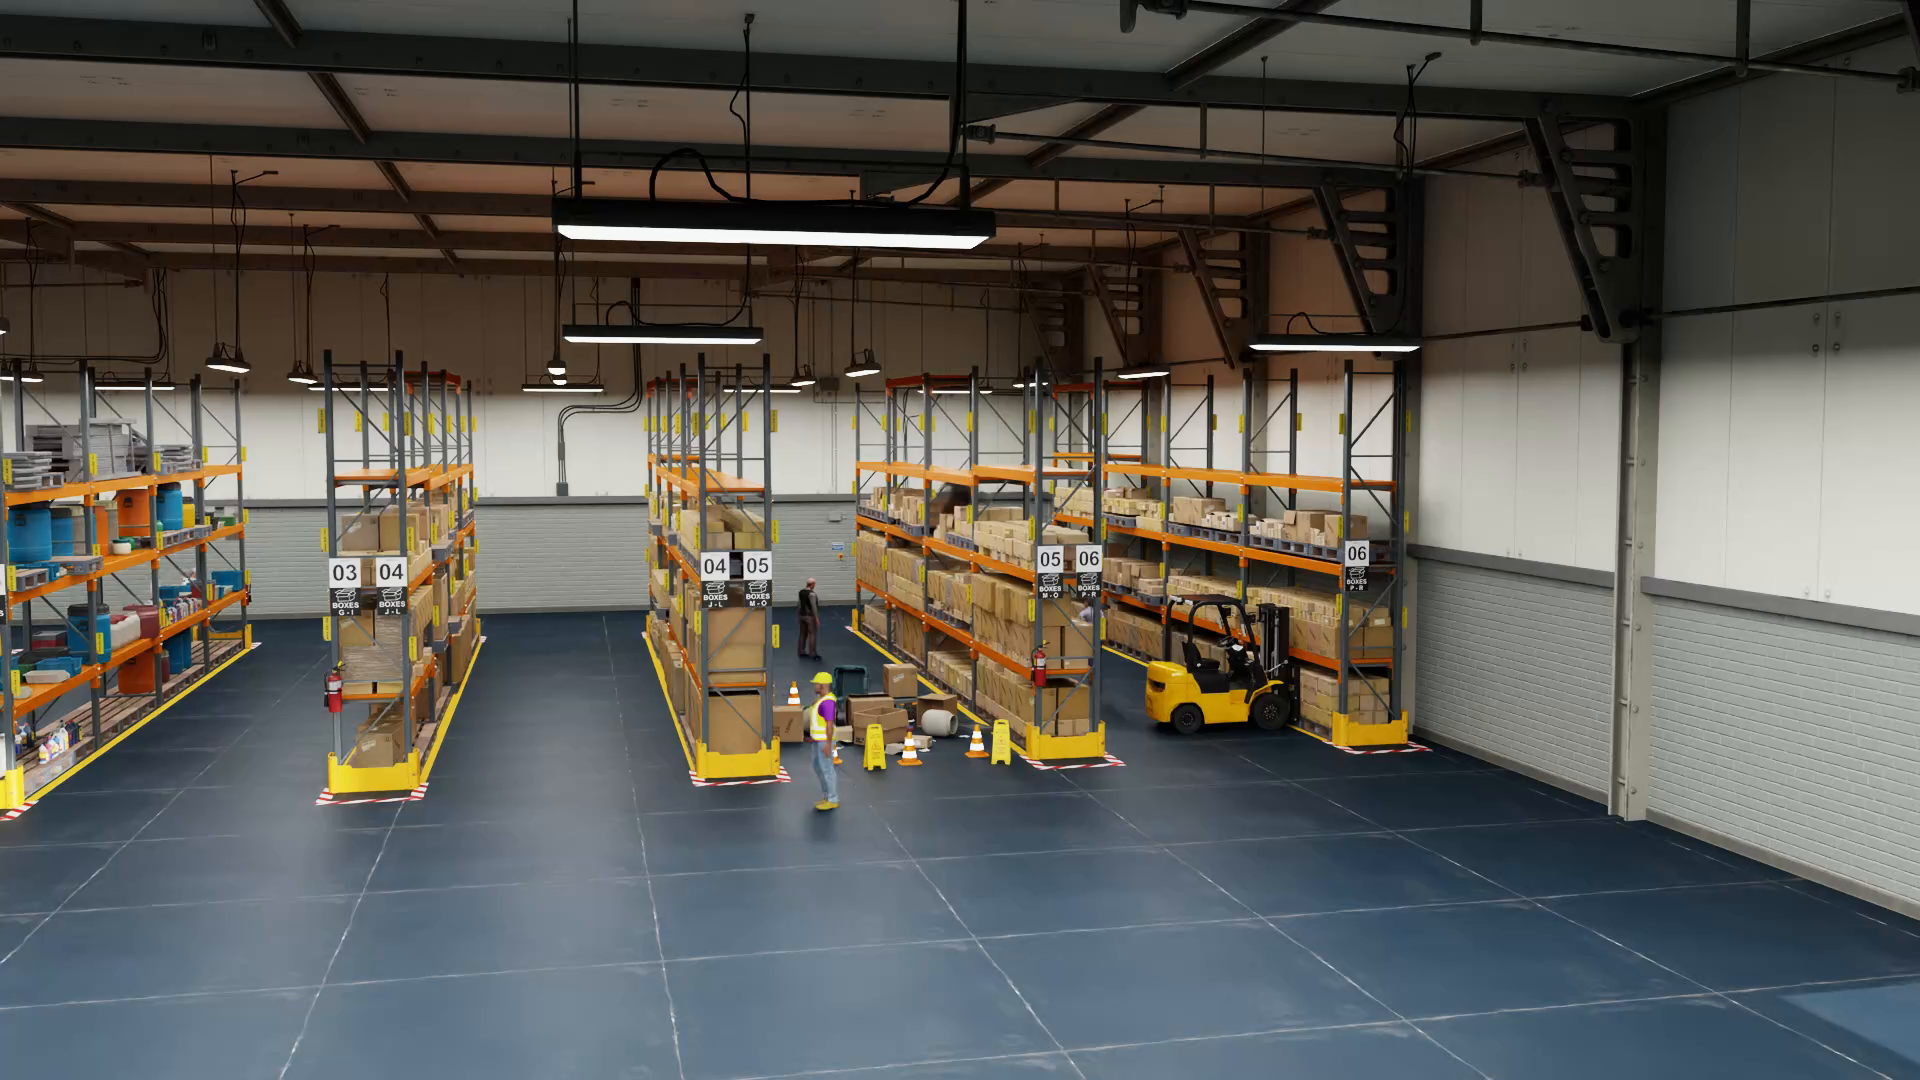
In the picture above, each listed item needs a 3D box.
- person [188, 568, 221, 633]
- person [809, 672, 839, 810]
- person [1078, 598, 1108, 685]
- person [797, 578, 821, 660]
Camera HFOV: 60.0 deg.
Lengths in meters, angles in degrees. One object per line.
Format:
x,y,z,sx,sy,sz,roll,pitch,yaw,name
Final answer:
-17.975,1.449,39.202,0.992,1.603,0.558,-2,4,-27,person
-1.781,2.618,21.672,0.359,1.804,0.684,-1,4,-18,person
2.380,1.858,30.209,0.588,1.680,0.796,-1,4,-14,person
-3.223,1.678,35.476,0.410,1.706,0.610,-4,5,-43,person
